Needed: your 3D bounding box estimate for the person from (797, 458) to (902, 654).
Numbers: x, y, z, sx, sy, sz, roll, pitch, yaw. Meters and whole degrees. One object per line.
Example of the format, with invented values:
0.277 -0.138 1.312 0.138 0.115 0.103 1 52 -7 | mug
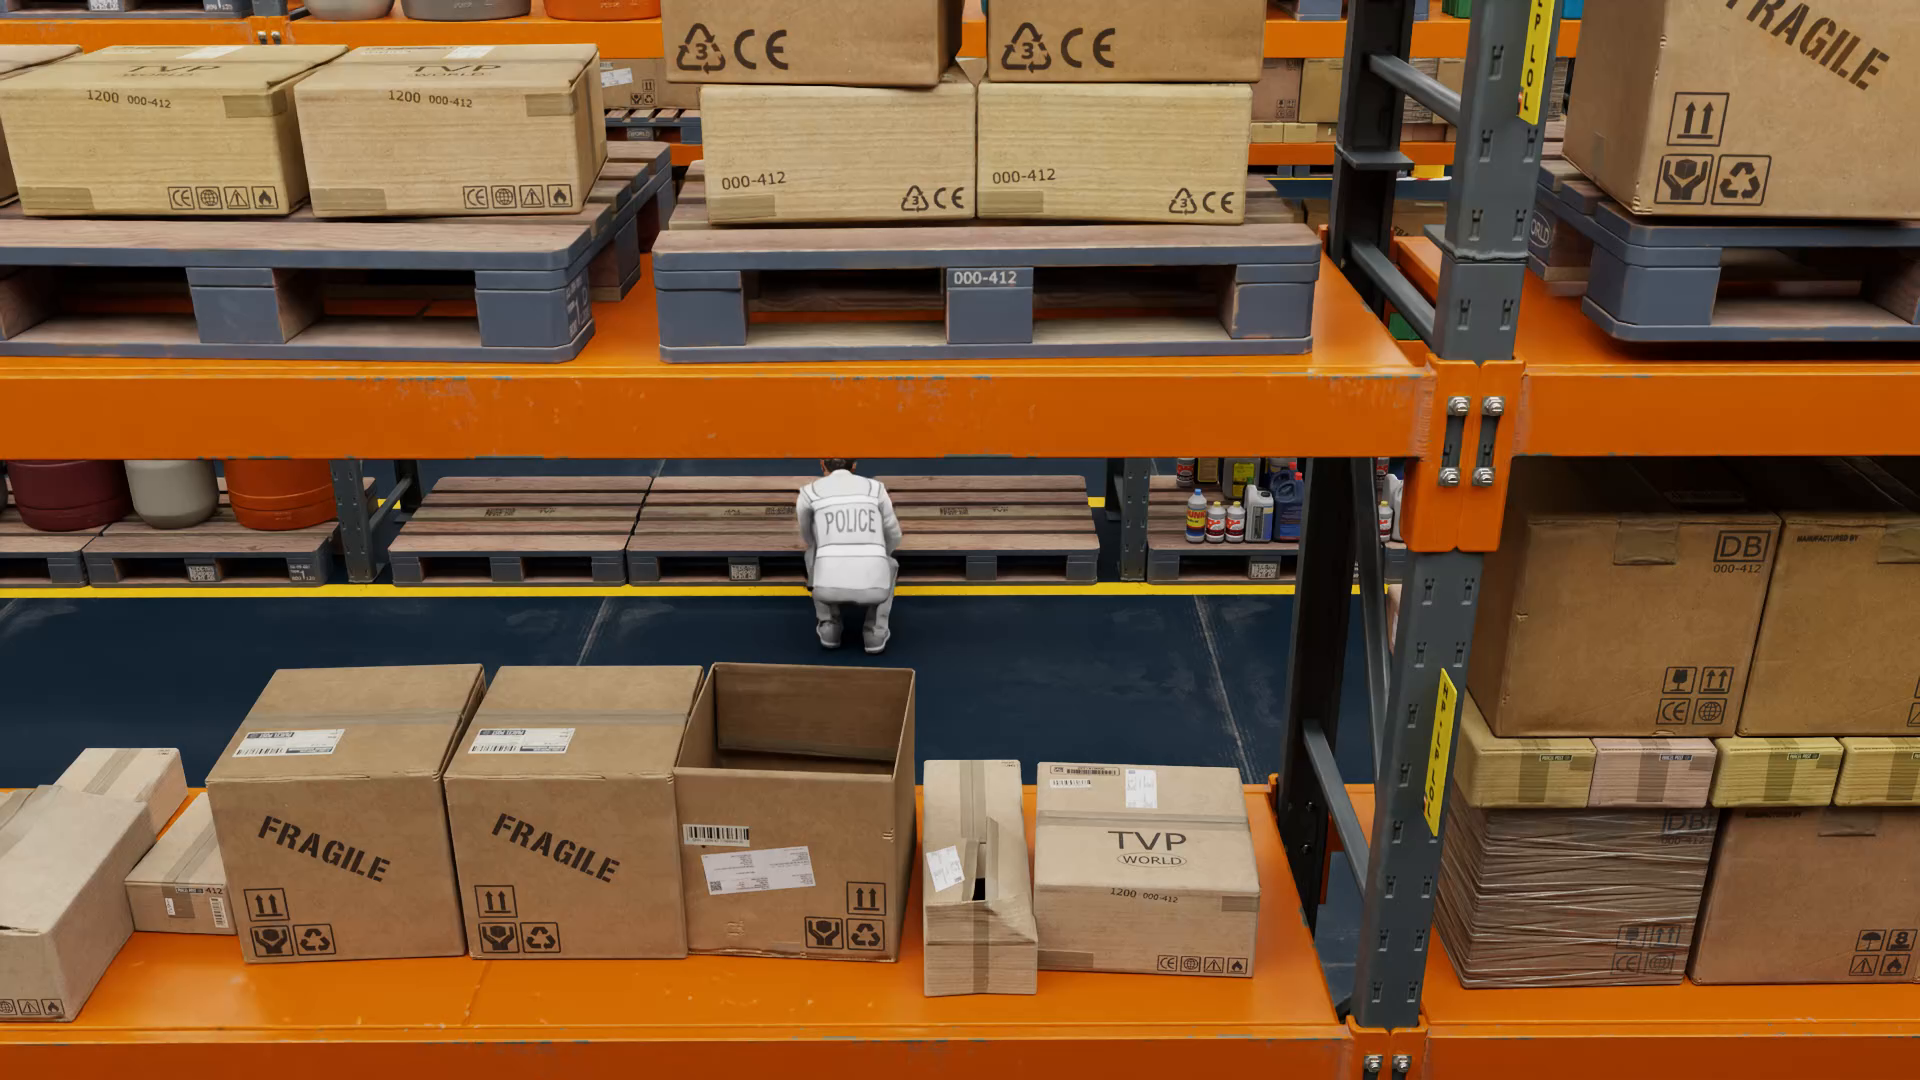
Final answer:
-0.529 0.007 7.956 0.497 0.965 0.819 0 24 0 | person
